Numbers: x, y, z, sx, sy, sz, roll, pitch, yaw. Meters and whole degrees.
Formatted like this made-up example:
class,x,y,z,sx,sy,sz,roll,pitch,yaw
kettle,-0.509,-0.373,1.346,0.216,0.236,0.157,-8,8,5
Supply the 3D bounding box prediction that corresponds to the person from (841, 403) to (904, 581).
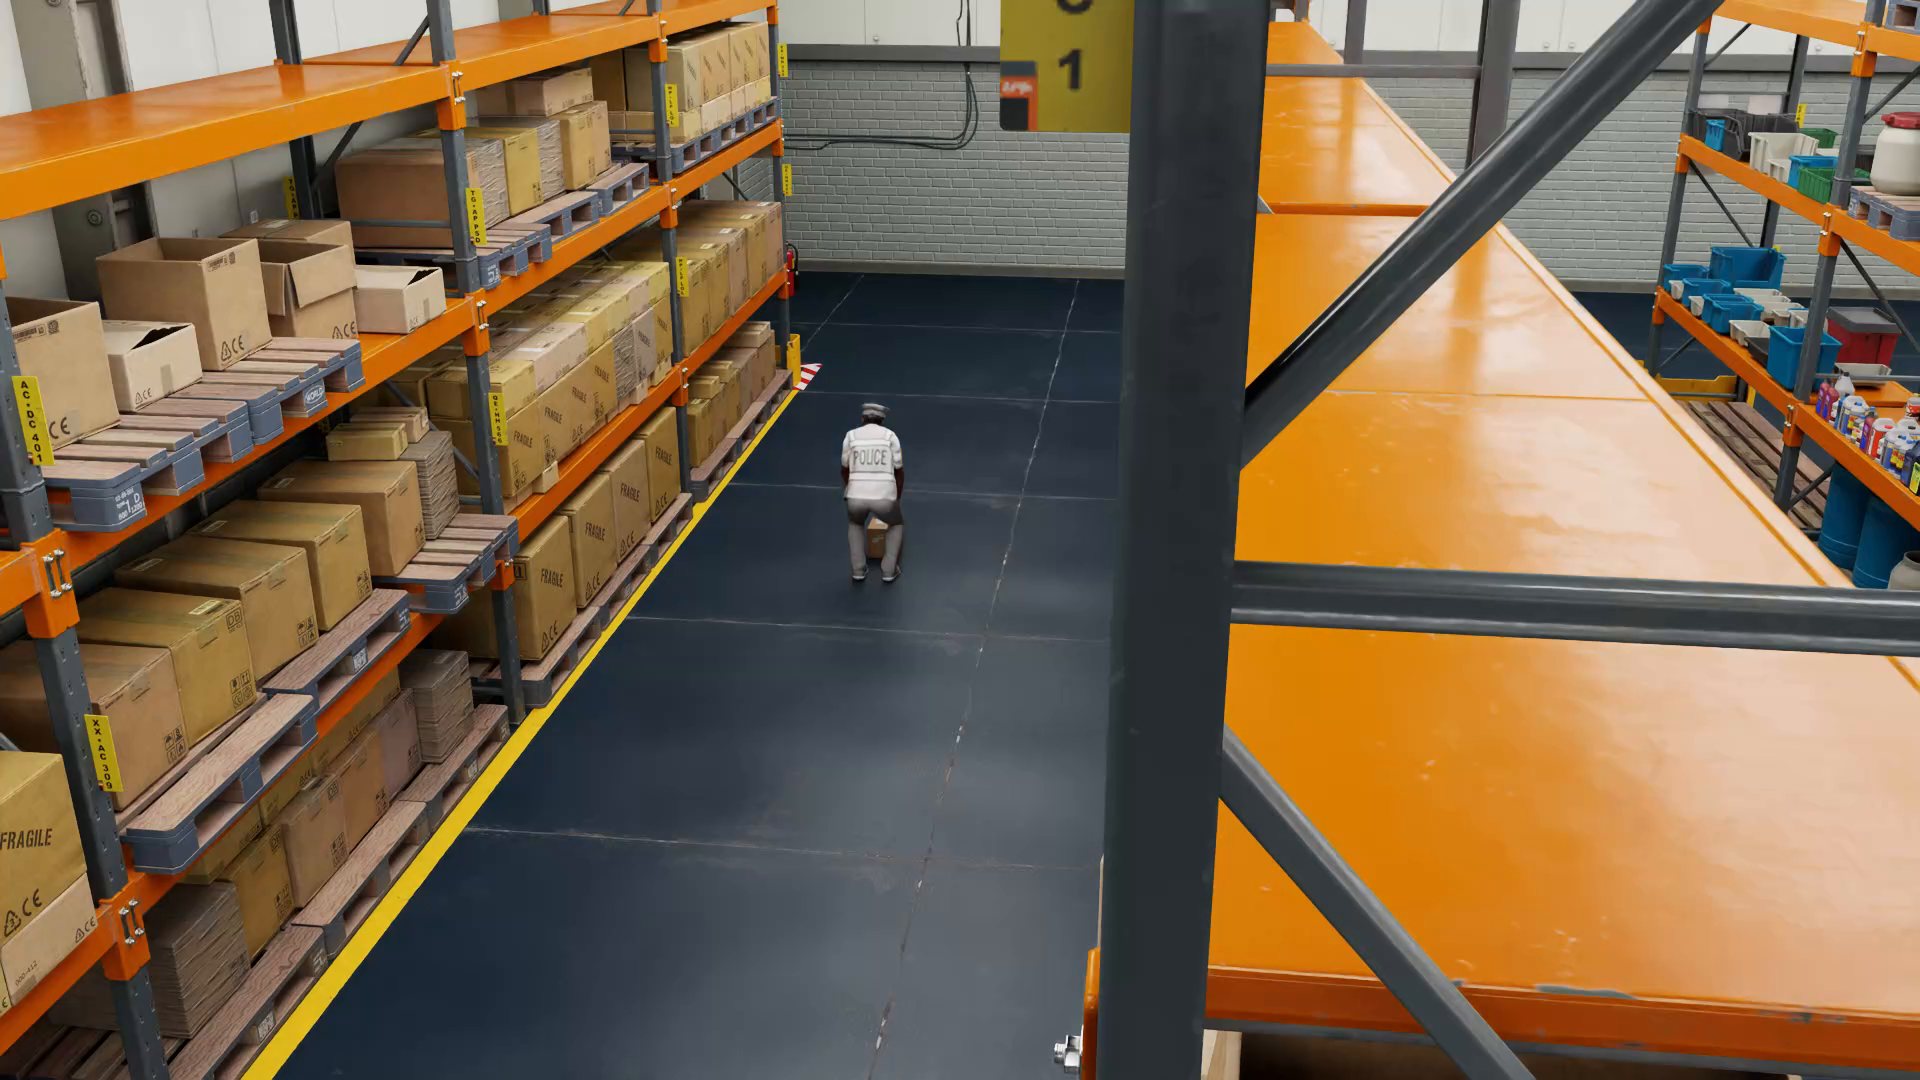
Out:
class,x,y,z,sx,sy,sz,roll,pitch,yaw
person,-0.690,-0.364,12.883,0.496,1.331,0.741,3,21,6
